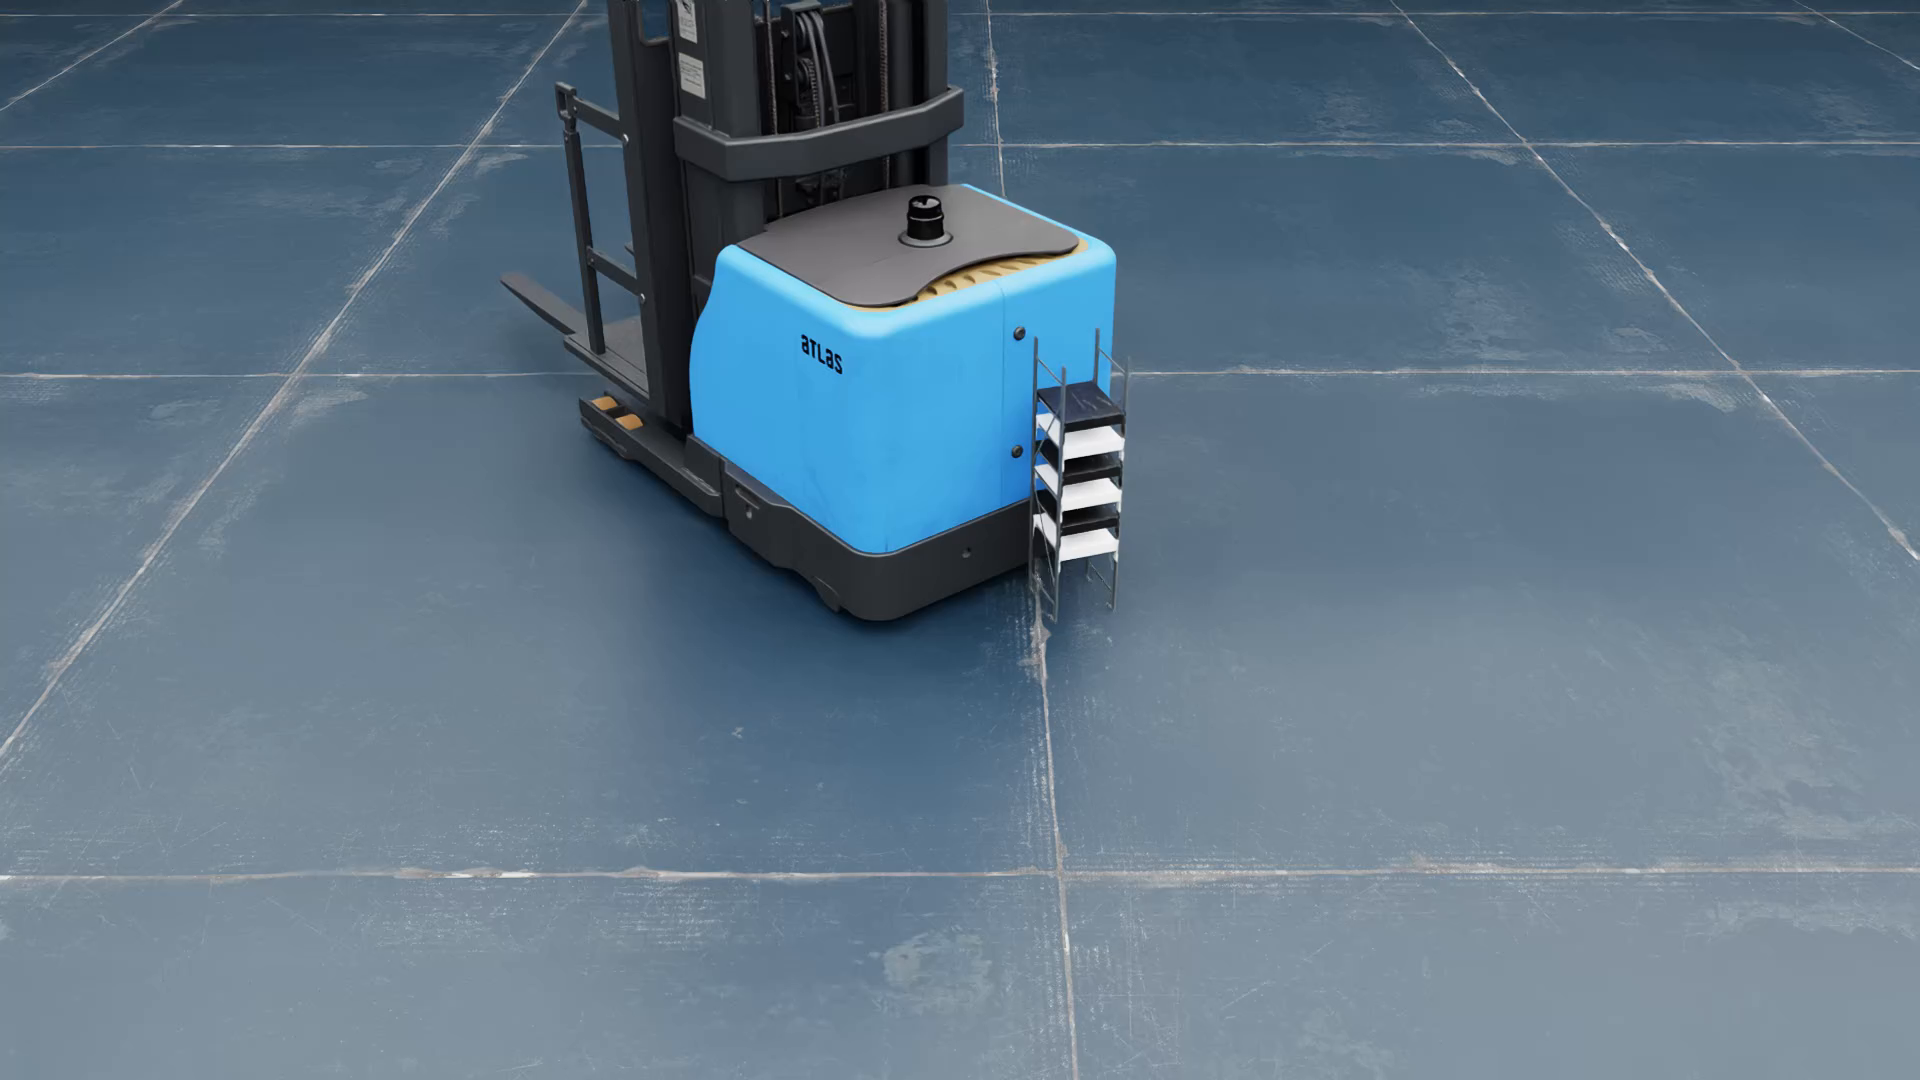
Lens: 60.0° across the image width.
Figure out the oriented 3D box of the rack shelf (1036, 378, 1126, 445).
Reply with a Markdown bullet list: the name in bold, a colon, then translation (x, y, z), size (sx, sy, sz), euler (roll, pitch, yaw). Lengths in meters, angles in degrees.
- **rack shelf**: translation (0.362, -0.394, 5.075), size (0.200, 0.077, 0.258), euler (-10, 33, -17)

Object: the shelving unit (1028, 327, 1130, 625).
- **shelving unit**: translation (0.362, -0.191, 5.198), size (0.210, 0.900, 0.258), euler (-10, 33, -17)

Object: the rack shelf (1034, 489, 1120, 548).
- **rack shelf**: translation (0.362, -0.086, 5.262), size (0.200, 0.077, 0.258), euler (-10, 33, -17)

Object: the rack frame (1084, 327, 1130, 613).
- **rack frame**: translation (0.458, -0.209, 5.227), size (0.006, 0.900, 0.240), euler (-10, 33, -17)

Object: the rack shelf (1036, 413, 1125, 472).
- **rack shelf**: translation (0.362, -0.317, 5.122), size (0.200, 0.077, 0.258), euler (-10, 33, -17)

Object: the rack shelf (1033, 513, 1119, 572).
- **rack shelf**: translation (0.362, -0.009, 5.308), size (0.200, 0.077, 0.258), euler (-10, 33, -17)

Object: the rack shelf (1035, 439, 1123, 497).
- **rack shelf**: translation (0.362, -0.240, 5.168), size (0.200, 0.077, 0.258), euler (-10, 33, -17)

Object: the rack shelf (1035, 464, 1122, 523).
- **rack shelf**: translation (0.362, -0.163, 5.215), size (0.200, 0.077, 0.258), euler (-10, 33, -17)

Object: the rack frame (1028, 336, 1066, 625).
- **rack frame**: translation (0.267, -0.174, 5.169), size (0.006, 0.900, 0.240), euler (-10, 33, -17)

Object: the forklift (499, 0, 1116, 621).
- **forklift**: translation (-0.799, -1.700, 5.726), size (1.130, 2.935, 3.031), euler (-22, 38, -32)
